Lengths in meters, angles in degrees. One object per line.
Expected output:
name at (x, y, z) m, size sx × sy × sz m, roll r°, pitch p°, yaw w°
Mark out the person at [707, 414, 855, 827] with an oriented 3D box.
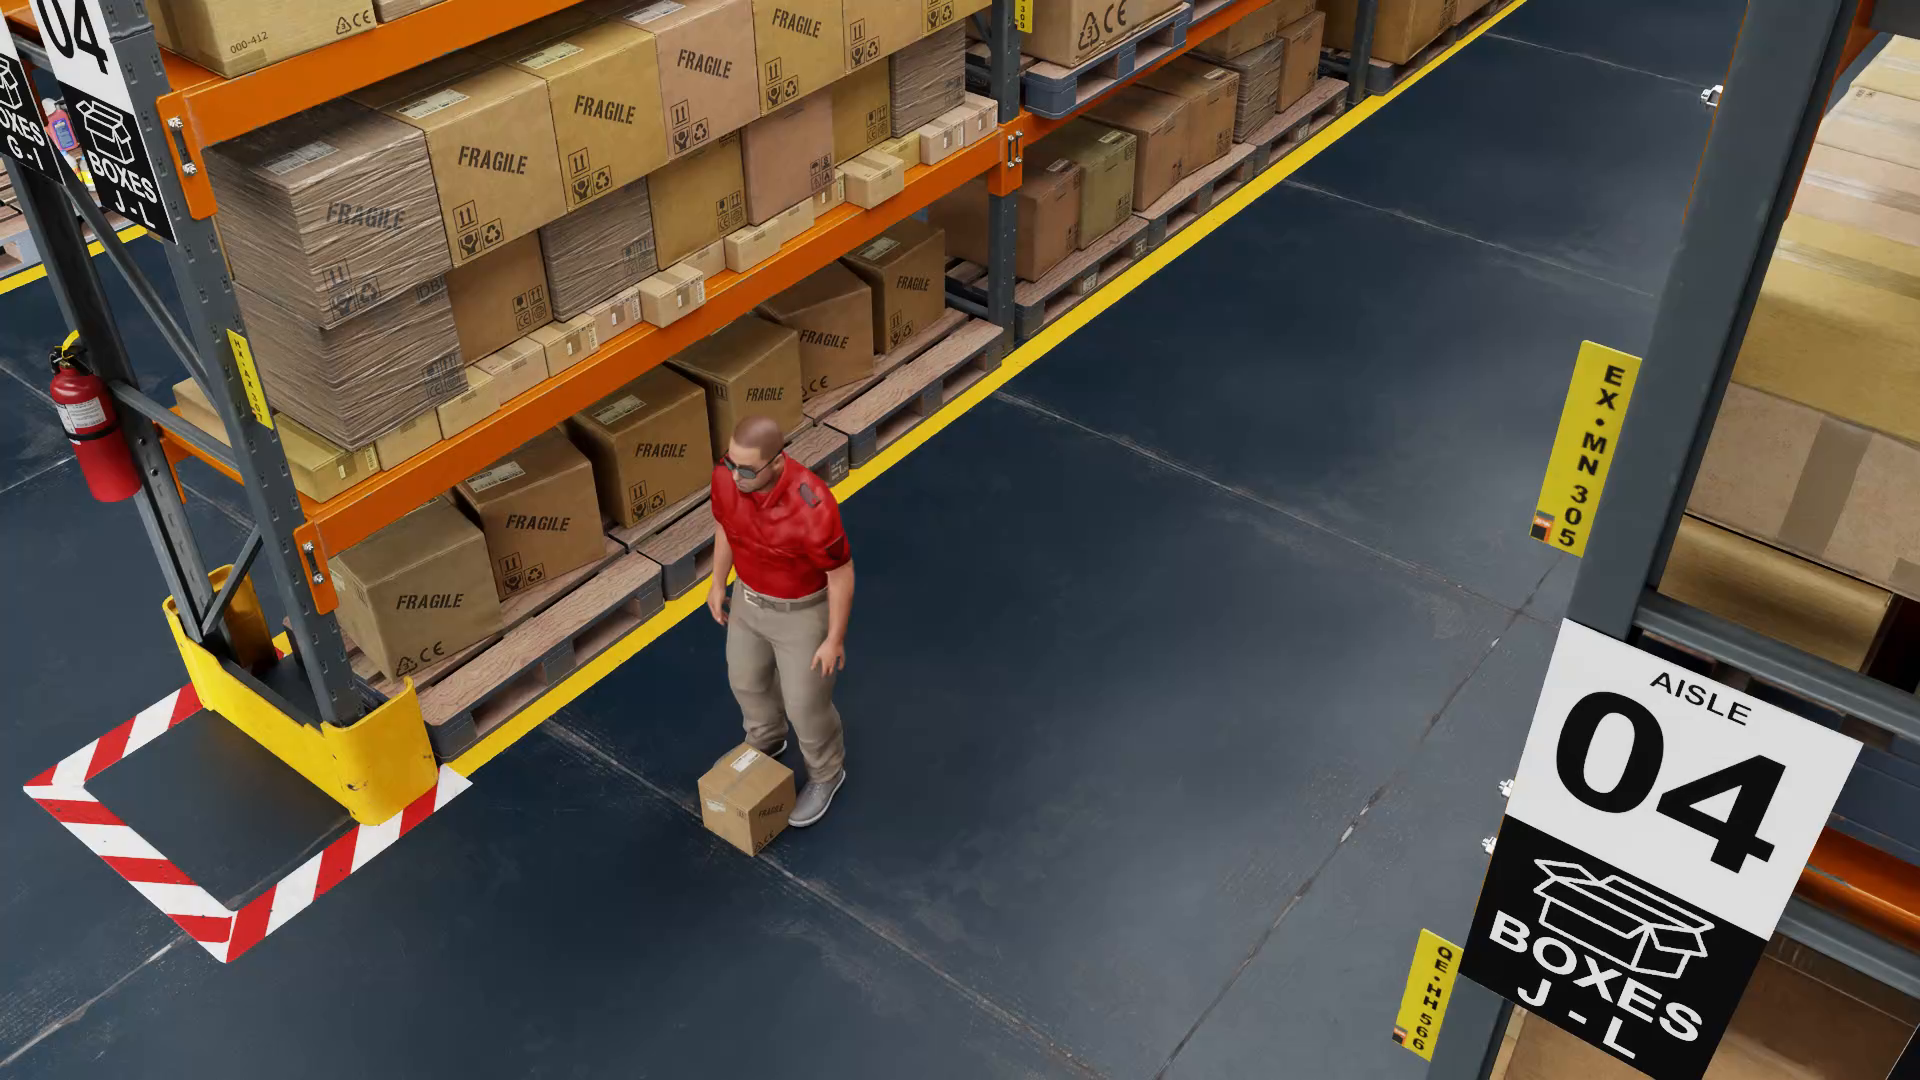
person at (-0.630, 0.253, 5.848) m, size 0.595 × 1.727 × 0.384 m, roll 24°, pitch 45°, yaw 27°
